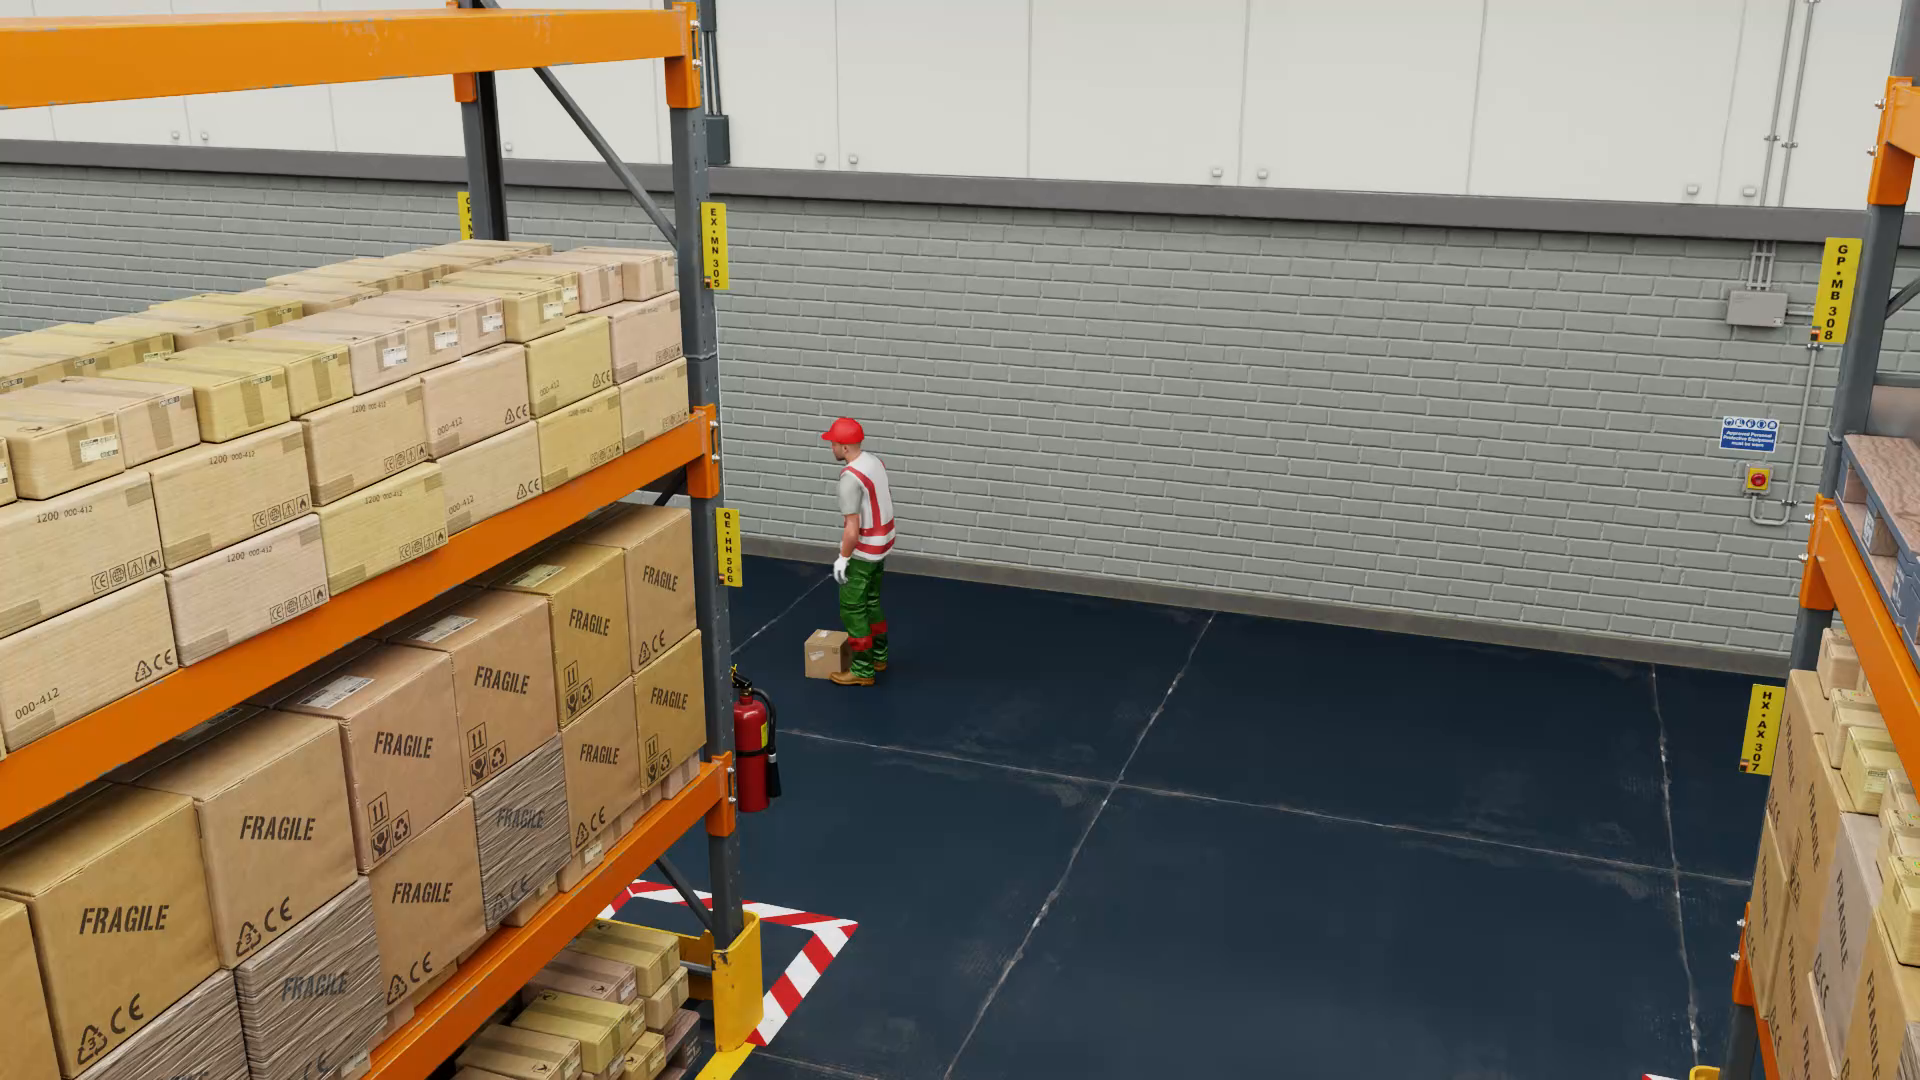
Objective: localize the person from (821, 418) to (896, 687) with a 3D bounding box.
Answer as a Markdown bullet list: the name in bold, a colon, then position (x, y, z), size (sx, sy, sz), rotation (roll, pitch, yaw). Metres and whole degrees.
- **person**: position (-0.658, 0.069, 10.832), size (0.453, 1.778, 0.604), rotation (6, 19, 18)
